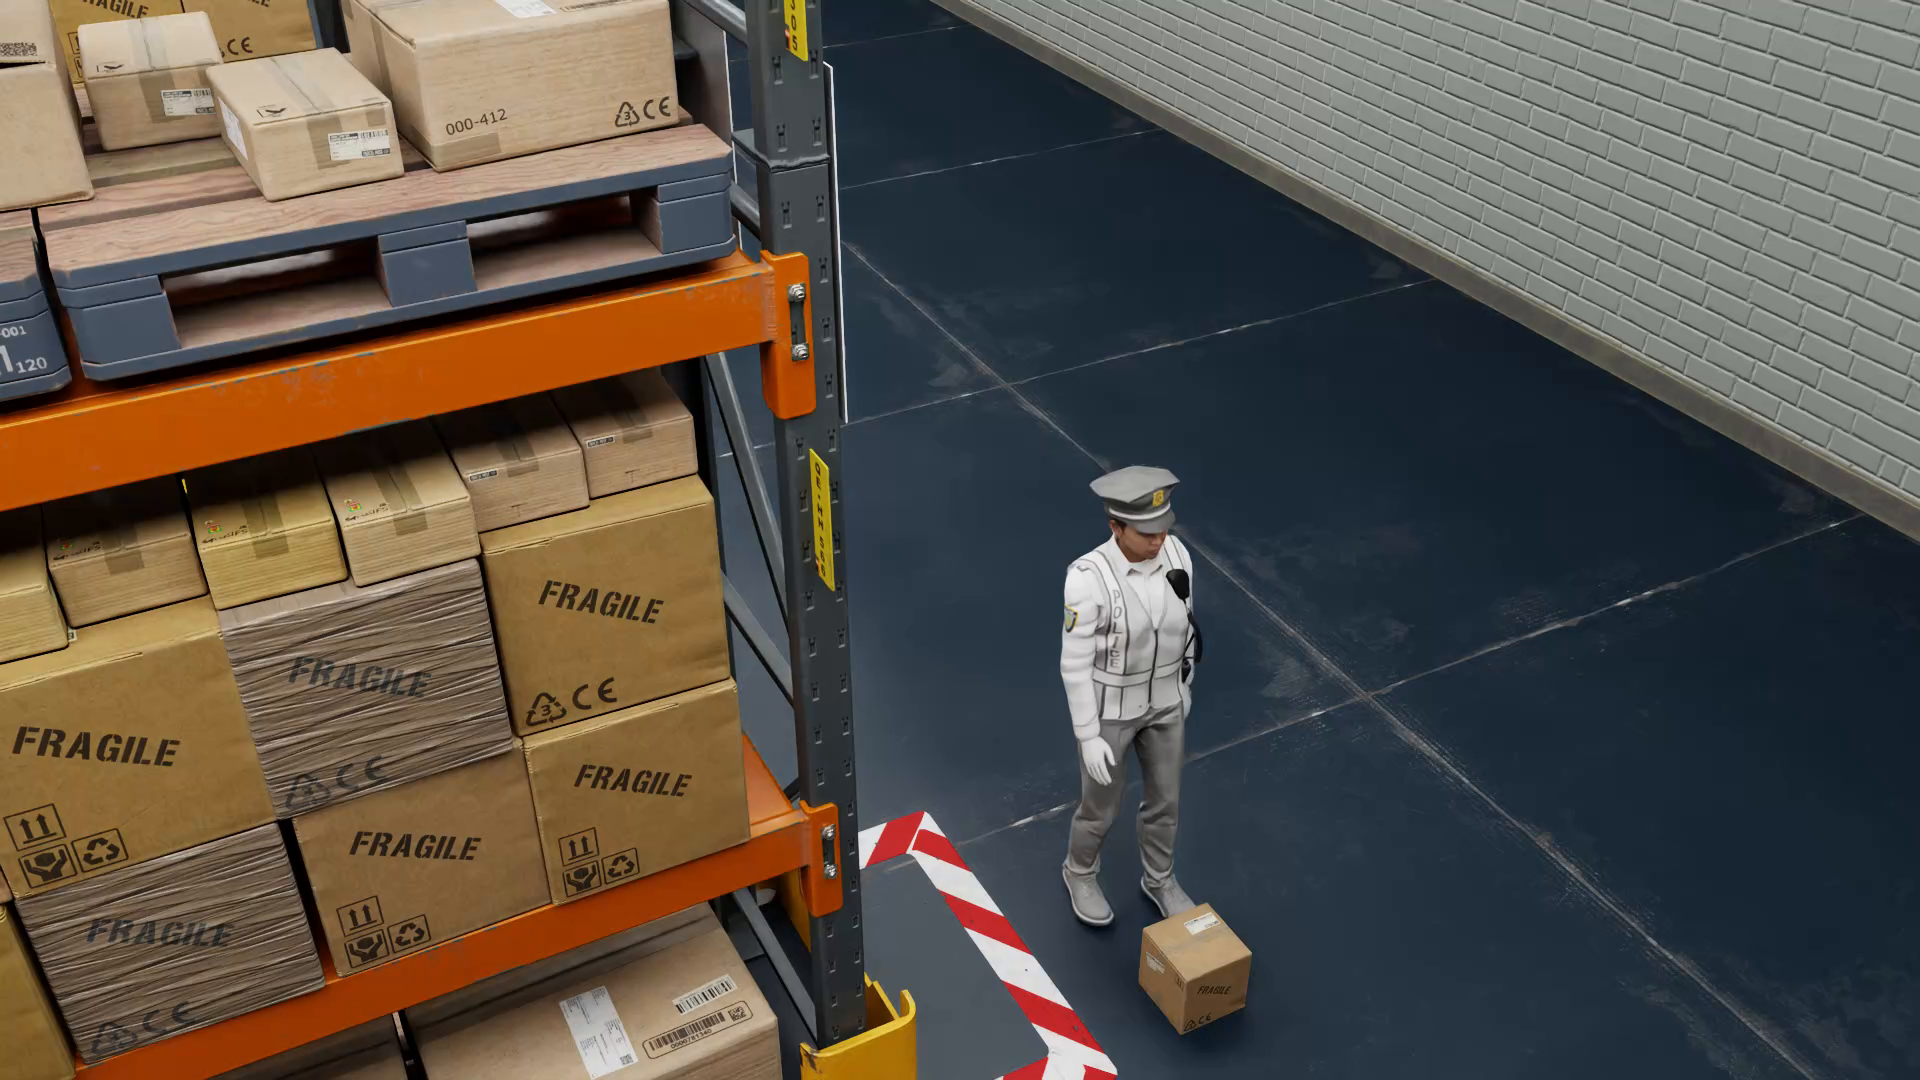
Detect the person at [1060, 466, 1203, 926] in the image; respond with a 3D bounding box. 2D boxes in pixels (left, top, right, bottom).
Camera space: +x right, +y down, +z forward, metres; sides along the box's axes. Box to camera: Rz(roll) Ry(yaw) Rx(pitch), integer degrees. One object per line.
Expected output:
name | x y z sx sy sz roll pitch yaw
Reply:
person | 0.566 0.554 5.263 0.519 1.691 0.459 -15 36 -22
